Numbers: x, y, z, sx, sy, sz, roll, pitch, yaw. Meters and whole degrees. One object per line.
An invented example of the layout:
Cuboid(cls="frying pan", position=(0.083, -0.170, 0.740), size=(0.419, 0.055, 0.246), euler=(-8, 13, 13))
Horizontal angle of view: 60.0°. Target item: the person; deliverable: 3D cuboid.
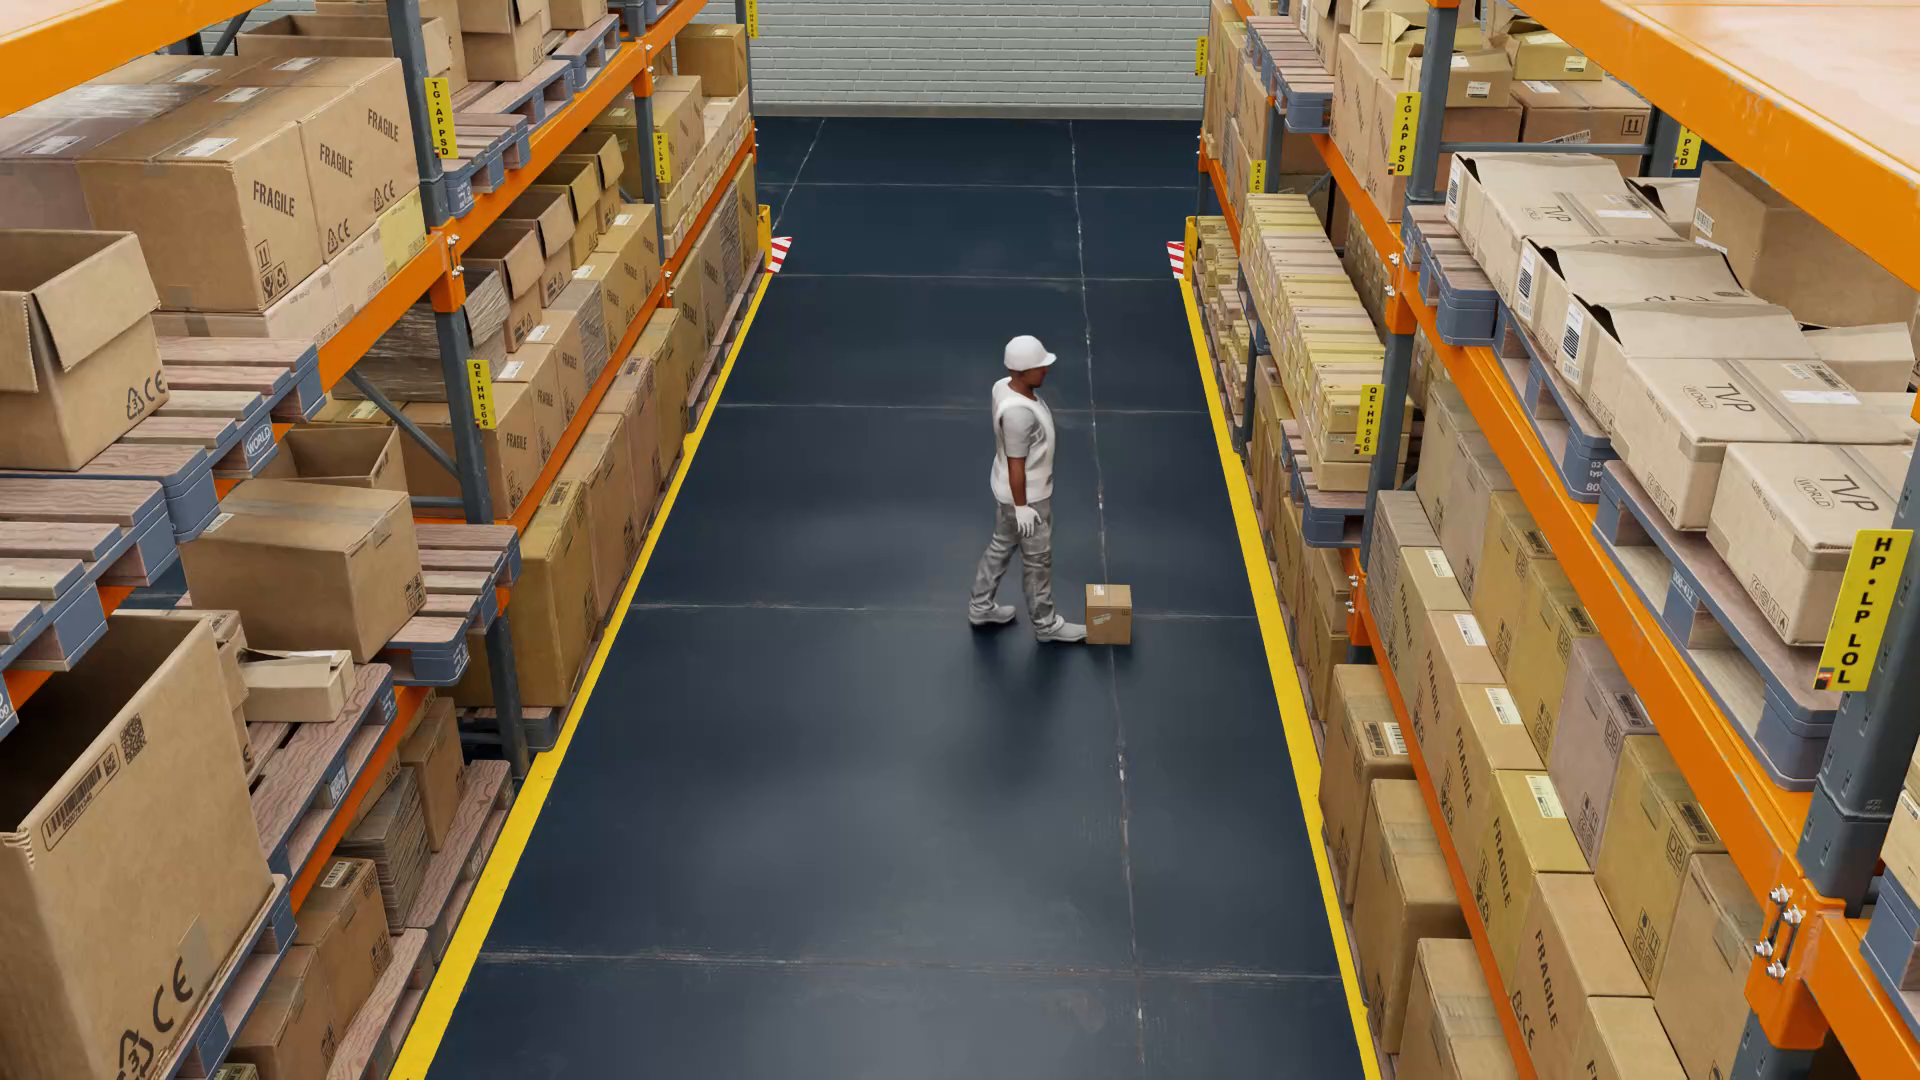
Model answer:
Cuboid(cls="person", position=(0.390, -0.273, 9.098), size=(0.675, 1.787, 0.569), euler=(-2, 28, -4))
